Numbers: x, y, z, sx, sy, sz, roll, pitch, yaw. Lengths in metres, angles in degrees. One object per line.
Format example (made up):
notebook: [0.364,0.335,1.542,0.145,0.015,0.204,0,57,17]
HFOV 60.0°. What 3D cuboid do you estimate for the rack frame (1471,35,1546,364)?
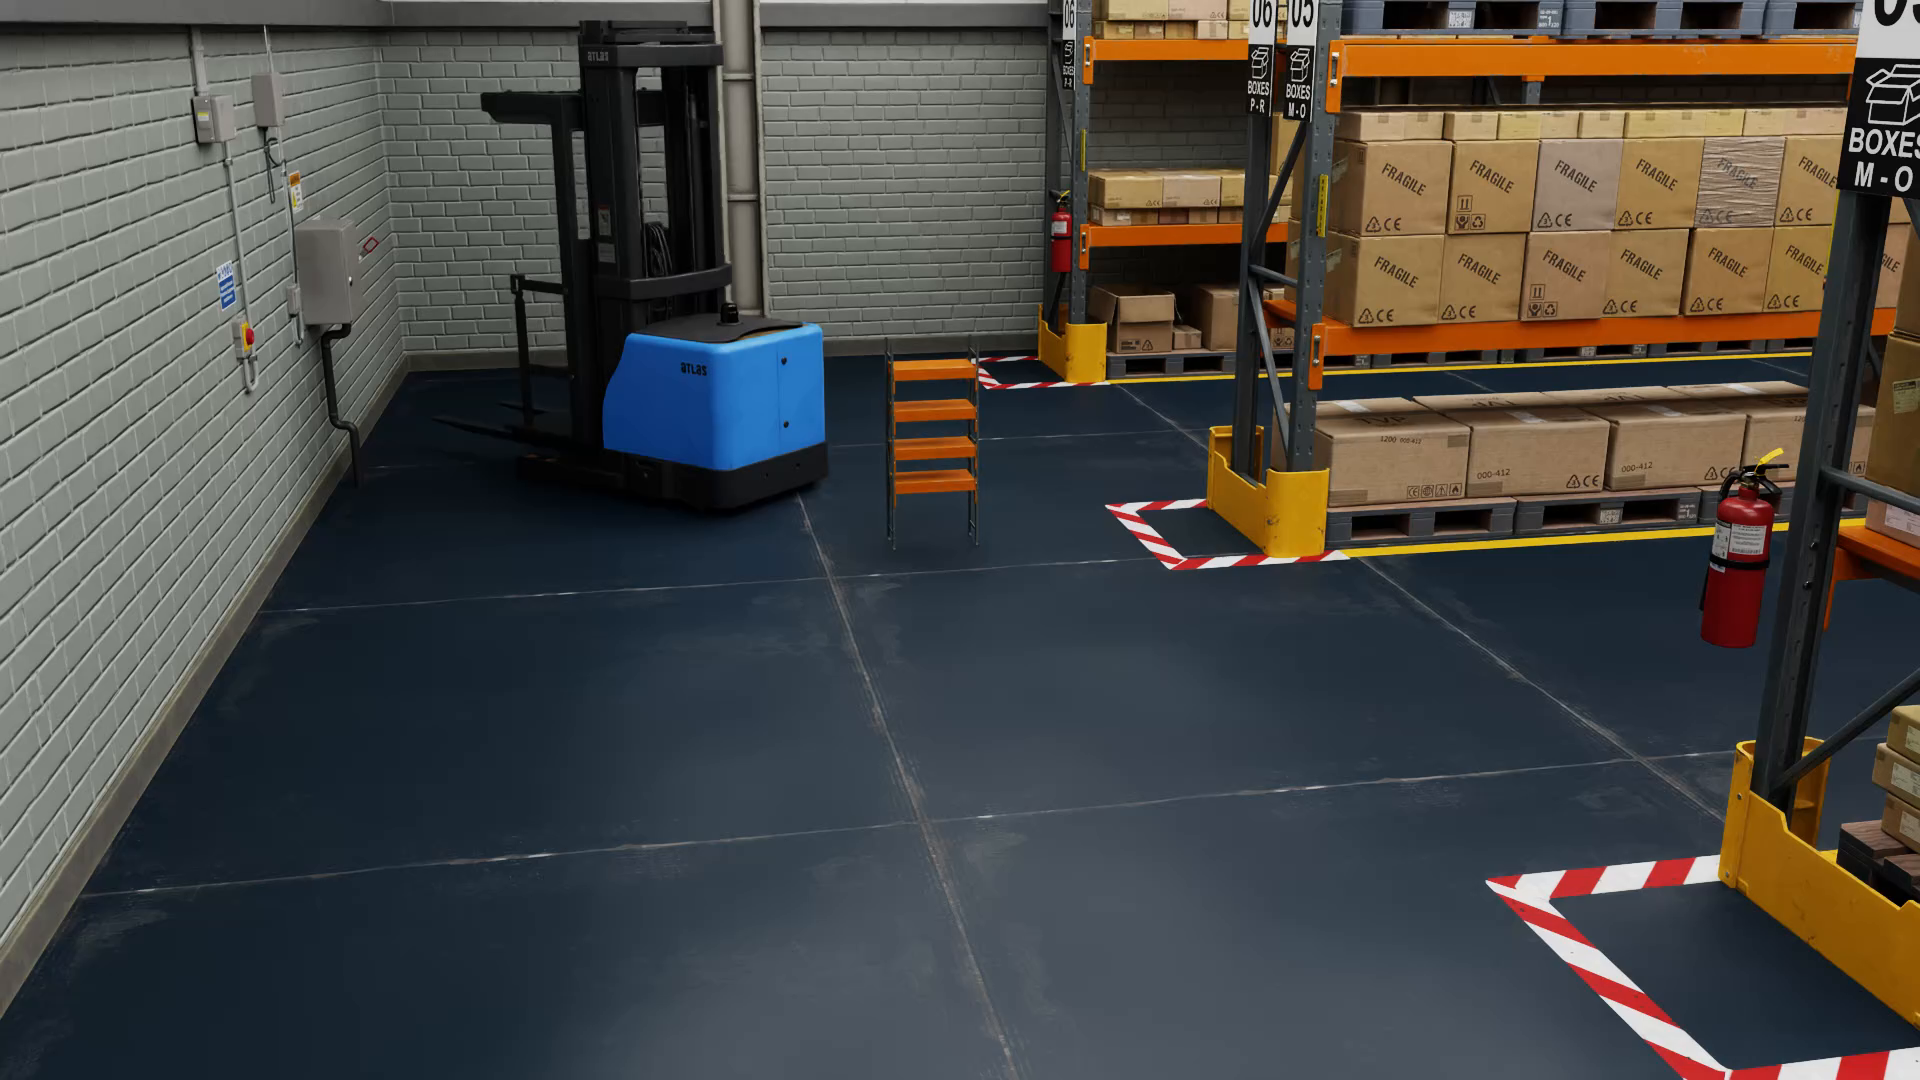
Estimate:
rack frame: [4.831,-3.159,14.989,0.127,3.000,1.000,-3,17,-10]

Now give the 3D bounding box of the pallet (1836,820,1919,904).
pallet: [3.766,1.209,5.516,1.213,0.211,1.003,-3,17,-10]

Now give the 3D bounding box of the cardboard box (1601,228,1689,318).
cardboard box: [3.858,-1.590,9.709,0.500,0.500,0.500,-3,17,-9]

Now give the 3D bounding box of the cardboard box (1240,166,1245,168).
cardboard box: [2.812,-3.193,14.847,0.500,0.250,0.500,-3,17,-11]

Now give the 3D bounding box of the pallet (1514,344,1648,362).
pallet: [5.622,-1.883,15.582,1.213,0.211,1.003,-3,17,-10]

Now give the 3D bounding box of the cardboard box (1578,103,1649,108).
cardboard box: [3.918,-2.542,10.002,0.250,0.149,0.380,-3,17,-10]

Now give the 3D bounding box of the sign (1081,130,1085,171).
sign: [1.007,-3.194,13.628,0.005,0.325,0.100,-3,17,-10]

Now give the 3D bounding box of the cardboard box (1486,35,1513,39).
cardboard box: [4.534,-4.368,14.243,0.250,0.149,0.380,-3,17,-11]

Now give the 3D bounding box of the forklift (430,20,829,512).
forklift: [-2.365,-1.892,10.981,3.031,2.935,1.130,12,21,33]

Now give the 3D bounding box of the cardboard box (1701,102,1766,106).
cardboard box: [4.670,-2.580,10.126,0.250,0.149,0.380,-3,17,-11]

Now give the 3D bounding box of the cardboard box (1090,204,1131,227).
cardboard box: [1.278,-2.756,14.103,0.250,0.149,0.380,-3,17,-11]

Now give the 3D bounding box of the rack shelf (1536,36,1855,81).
rack shelf: [6.795,-4.361,15.017,4.000,0.370,1.077,-3,17,-10]

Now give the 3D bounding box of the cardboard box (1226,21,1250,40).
cardboard box: [2.288,-4.234,13.806,0.250,0.149,0.380,-3,17,-11]

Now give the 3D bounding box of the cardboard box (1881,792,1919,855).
cardboard box: [3.364,0.988,5.626,0.250,0.149,0.380,-3,17,-10]

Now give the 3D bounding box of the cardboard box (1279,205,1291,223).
cardboard box: [2.807,-2.834,14.357,0.250,0.149,0.380,-3,17,-9]

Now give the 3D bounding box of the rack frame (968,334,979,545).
rack frame: [0.077,-0.578,9.650,0.015,1.200,0.240,-3,17,-10]

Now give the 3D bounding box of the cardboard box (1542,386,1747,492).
cardboard box: [4.261,-0.651,10.470,0.875,0.438,0.875,-4,17,-12]

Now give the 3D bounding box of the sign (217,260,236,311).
sign: [-3.734,-1.297,8.465,0.001,0.218,0.327,-3,17,-10]

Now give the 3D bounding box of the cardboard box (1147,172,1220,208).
cardboard box: [1.895,-2.983,14.163,0.500,0.250,0.500,-3,17,-10]

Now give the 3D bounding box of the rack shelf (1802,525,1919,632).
rack shelf: [4.851,0.148,5.447,4.000,0.370,1.077,-3,17,-10]

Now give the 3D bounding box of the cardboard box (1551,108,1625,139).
cardboard box: [3.527,-2.350,9.375,0.250,0.149,0.380,-3,17,-10]

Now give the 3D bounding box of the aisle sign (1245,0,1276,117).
aisle sign: [1.719,-2.834,9.502,0.004,0.787,0.394,-3,17,-10]

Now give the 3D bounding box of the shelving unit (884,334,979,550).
shelving unit: [-0.163,-0.564,9.606,0.503,1.200,0.258,-3,17,-10]

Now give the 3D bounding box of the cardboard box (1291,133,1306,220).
cardboard box: [2.277,-2.127,9.755,0.500,0.500,0.500,-3,17,-9]

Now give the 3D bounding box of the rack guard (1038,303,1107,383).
rack guard: [0.978,-1.746,14.645,0.348,0.500,1.175,-3,17,-10]

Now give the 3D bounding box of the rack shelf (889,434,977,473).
rack shelf: [-0.163,-0.500,9.625,0.480,0.148,0.258,-3,17,-10]

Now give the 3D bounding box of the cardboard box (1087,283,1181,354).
cardboard box: [1.522,-1.951,14.591,0.637,0.503,0.797,-4,18,-13]

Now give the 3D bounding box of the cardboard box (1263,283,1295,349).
cardboard box: [2.907,-1.986,14.712,0.500,0.500,0.500,-3,17,-9]

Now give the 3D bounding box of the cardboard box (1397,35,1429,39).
cardboard box: [3.786,-4.330,14.121,0.250,0.149,0.380,-3,17,-11]

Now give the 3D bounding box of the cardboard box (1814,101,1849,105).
cardboard box: [5.417,-2.622,10.261,0.250,0.149,0.380,-4,17,-11]

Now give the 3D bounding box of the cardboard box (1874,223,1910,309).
cardboard box: [5.369,-1.677,9.993,0.500,0.500,0.500,-3,17,-10]

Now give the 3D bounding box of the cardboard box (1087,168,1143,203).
cardboard box: [1.305,-3.109,14.575,0.500,0.250,0.500,-3,17,-9]

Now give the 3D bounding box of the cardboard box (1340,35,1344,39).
cardboard box: [3.028,-4.274,13.937,0.250,0.149,0.380,-3,17,-9]

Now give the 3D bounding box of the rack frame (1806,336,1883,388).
rack frame: [5.776,-1.729,10.331,0.127,3.000,1.000,-3,17,-10]

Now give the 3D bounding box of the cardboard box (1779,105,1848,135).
cardboard box: [5.008,-2.461,9.738,0.250,0.149,0.380,-3,17,-10]

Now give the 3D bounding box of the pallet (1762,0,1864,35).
pallet: [4.971,-3.078,9.765,1.213,0.211,1.003,-3,17,-10]

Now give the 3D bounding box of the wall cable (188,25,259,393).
wall cable: [-3.683,-1.686,8.408,0.123,1.953,0.585,-3,17,-10]

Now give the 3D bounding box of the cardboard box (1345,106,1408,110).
cardboard box: [2.408,-2.441,9.671,0.250,0.149,0.380,-3,17,-9]

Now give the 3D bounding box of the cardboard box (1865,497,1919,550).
cardboard box: [3.154,-0.064,5.340,0.250,0.149,0.380,-3,17,-10]

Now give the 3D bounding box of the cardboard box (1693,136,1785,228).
cardboard box: [4.368,-2.092,9.640,0.500,0.500,0.500,-3,17,-10]

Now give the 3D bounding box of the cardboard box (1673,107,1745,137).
cardboard box: [4.267,-2.403,9.548,0.250,0.149,0.380,-4,17,-12]

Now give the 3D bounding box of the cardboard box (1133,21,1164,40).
cardboard box: [1.513,-4.223,13.772,0.250,0.149,0.380,-3,17,-9]

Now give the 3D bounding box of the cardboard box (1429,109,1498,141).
cardboard box: [2.771,-2.298,9.208,0.250,0.149,0.380,-3,17,-9]

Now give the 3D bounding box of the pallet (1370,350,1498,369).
pallet: [4.157,-1.788,15.275,1.213,0.211,1.003,-3,17,-10]

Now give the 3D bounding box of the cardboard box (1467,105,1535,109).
cardboard box: [3.171,-2.476,9.785,0.250,0.149,0.380,-3,17,-11]

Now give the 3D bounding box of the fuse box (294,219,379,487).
fuse box: [-3.938,-1.183,10.749,0.414,1.711,0.539,-3,17,-10]

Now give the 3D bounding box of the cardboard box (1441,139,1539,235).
cardboard box: [2.880,-2.007,9.364,0.500,0.500,0.500,-4,17,-12]

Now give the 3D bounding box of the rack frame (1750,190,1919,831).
rack frame: [2.887,-0.085,4.978,0.127,3.000,1.000,-3,17,-10]

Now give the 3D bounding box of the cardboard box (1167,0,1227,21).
cardboard box: [1.886,-4.421,13.737,0.500,0.250,0.500,-3,17,-9]

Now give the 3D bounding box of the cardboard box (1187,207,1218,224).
cardboard box: [2.031,-2.804,14.261,0.250,0.149,0.380,-3,17,-9]

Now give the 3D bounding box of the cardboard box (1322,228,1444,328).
cardboard box: [2.375,-1.498,9.409,0.500,0.500,0.500,-3,17,-11]

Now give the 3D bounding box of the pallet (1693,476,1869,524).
pallet: [5.015,-0.376,10.676,1.213,0.211,1.003,-3,17,-10]
